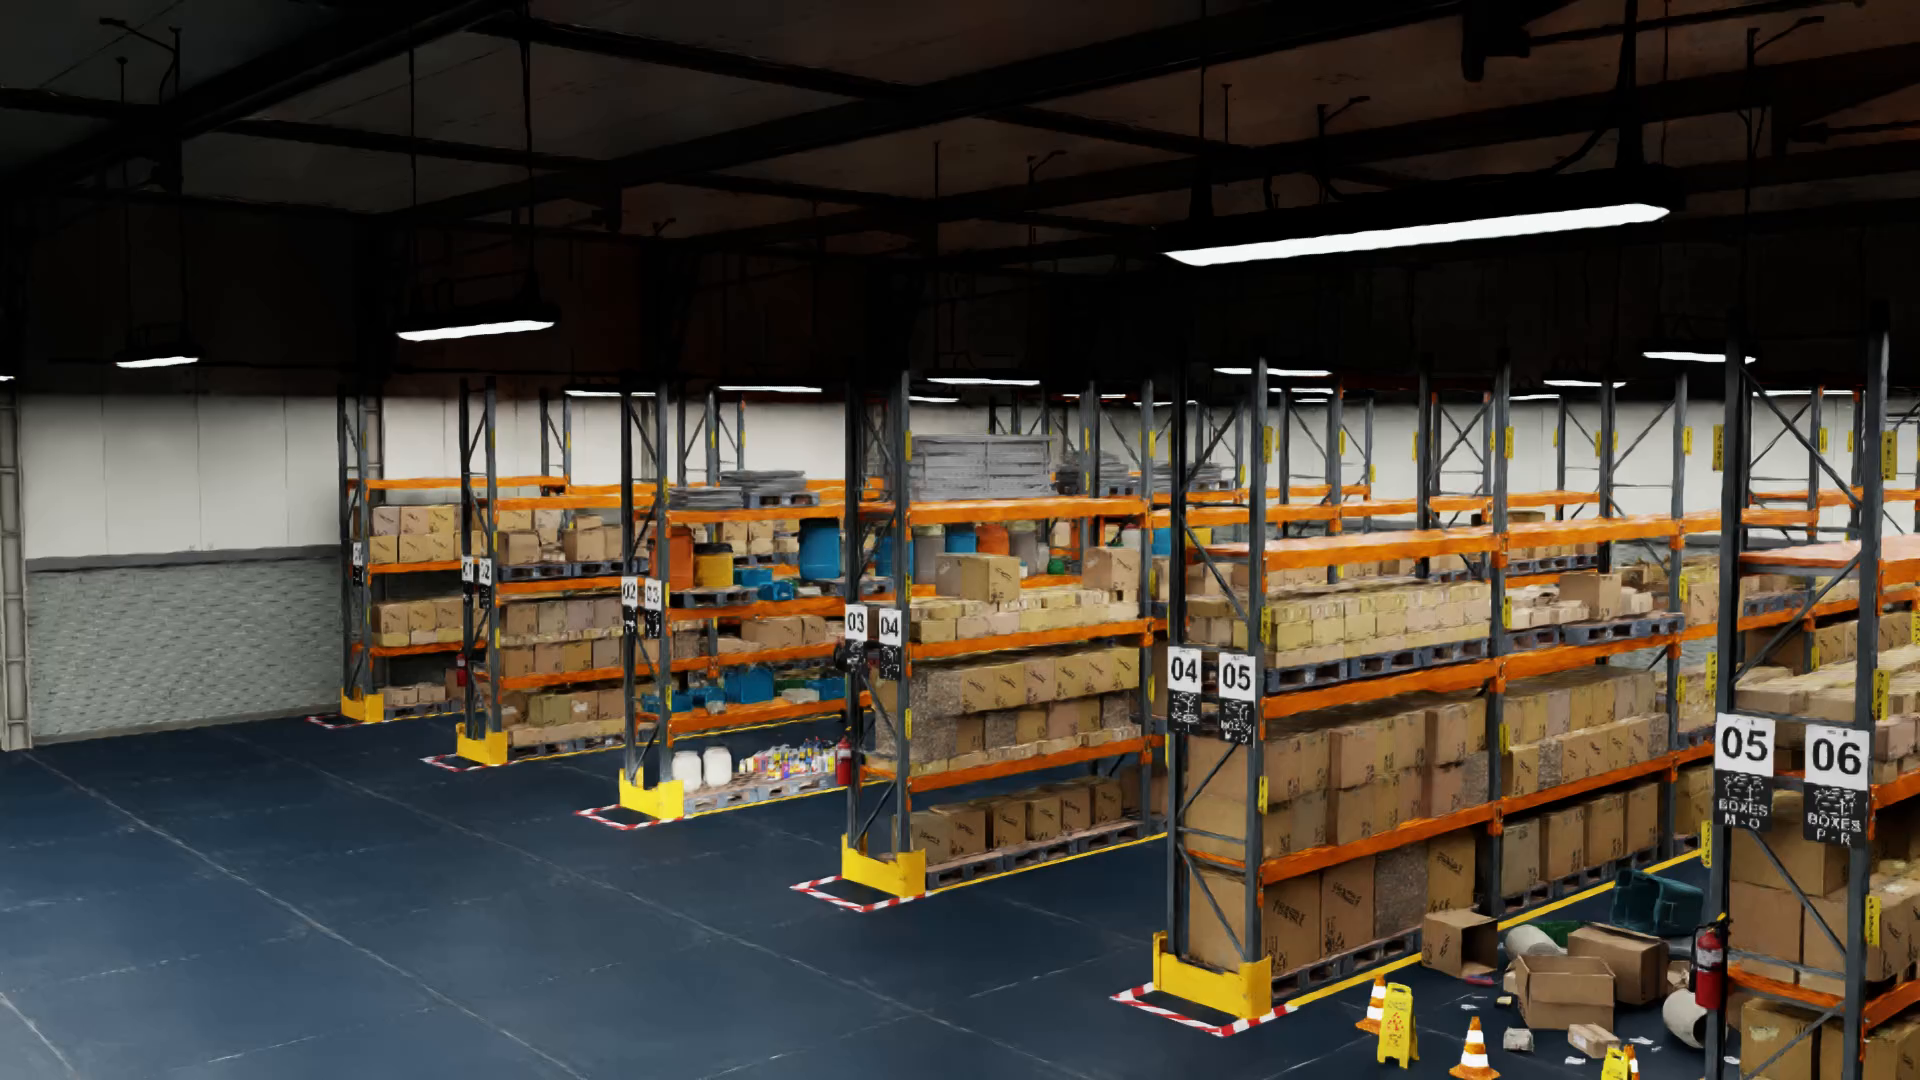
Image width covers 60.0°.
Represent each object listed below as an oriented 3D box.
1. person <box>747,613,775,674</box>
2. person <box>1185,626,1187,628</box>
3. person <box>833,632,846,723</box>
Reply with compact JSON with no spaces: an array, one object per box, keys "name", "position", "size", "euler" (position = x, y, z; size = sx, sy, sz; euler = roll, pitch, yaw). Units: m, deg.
[{"name":"person","position":[-4.156,2.127,33.891],"size":[1.086,1.589,0.495],"euler":[-3,5,-39]},{"name":"person","position":[4.838,2.000,35.107],"size":[0.546,1.733,0.729],"euler":[-4,5,-44]},{"name":"person","position":[-1.981,2.426,29.110],"size":[0.534,1.674,0.677],"euler":[-4,5,-44]}]
